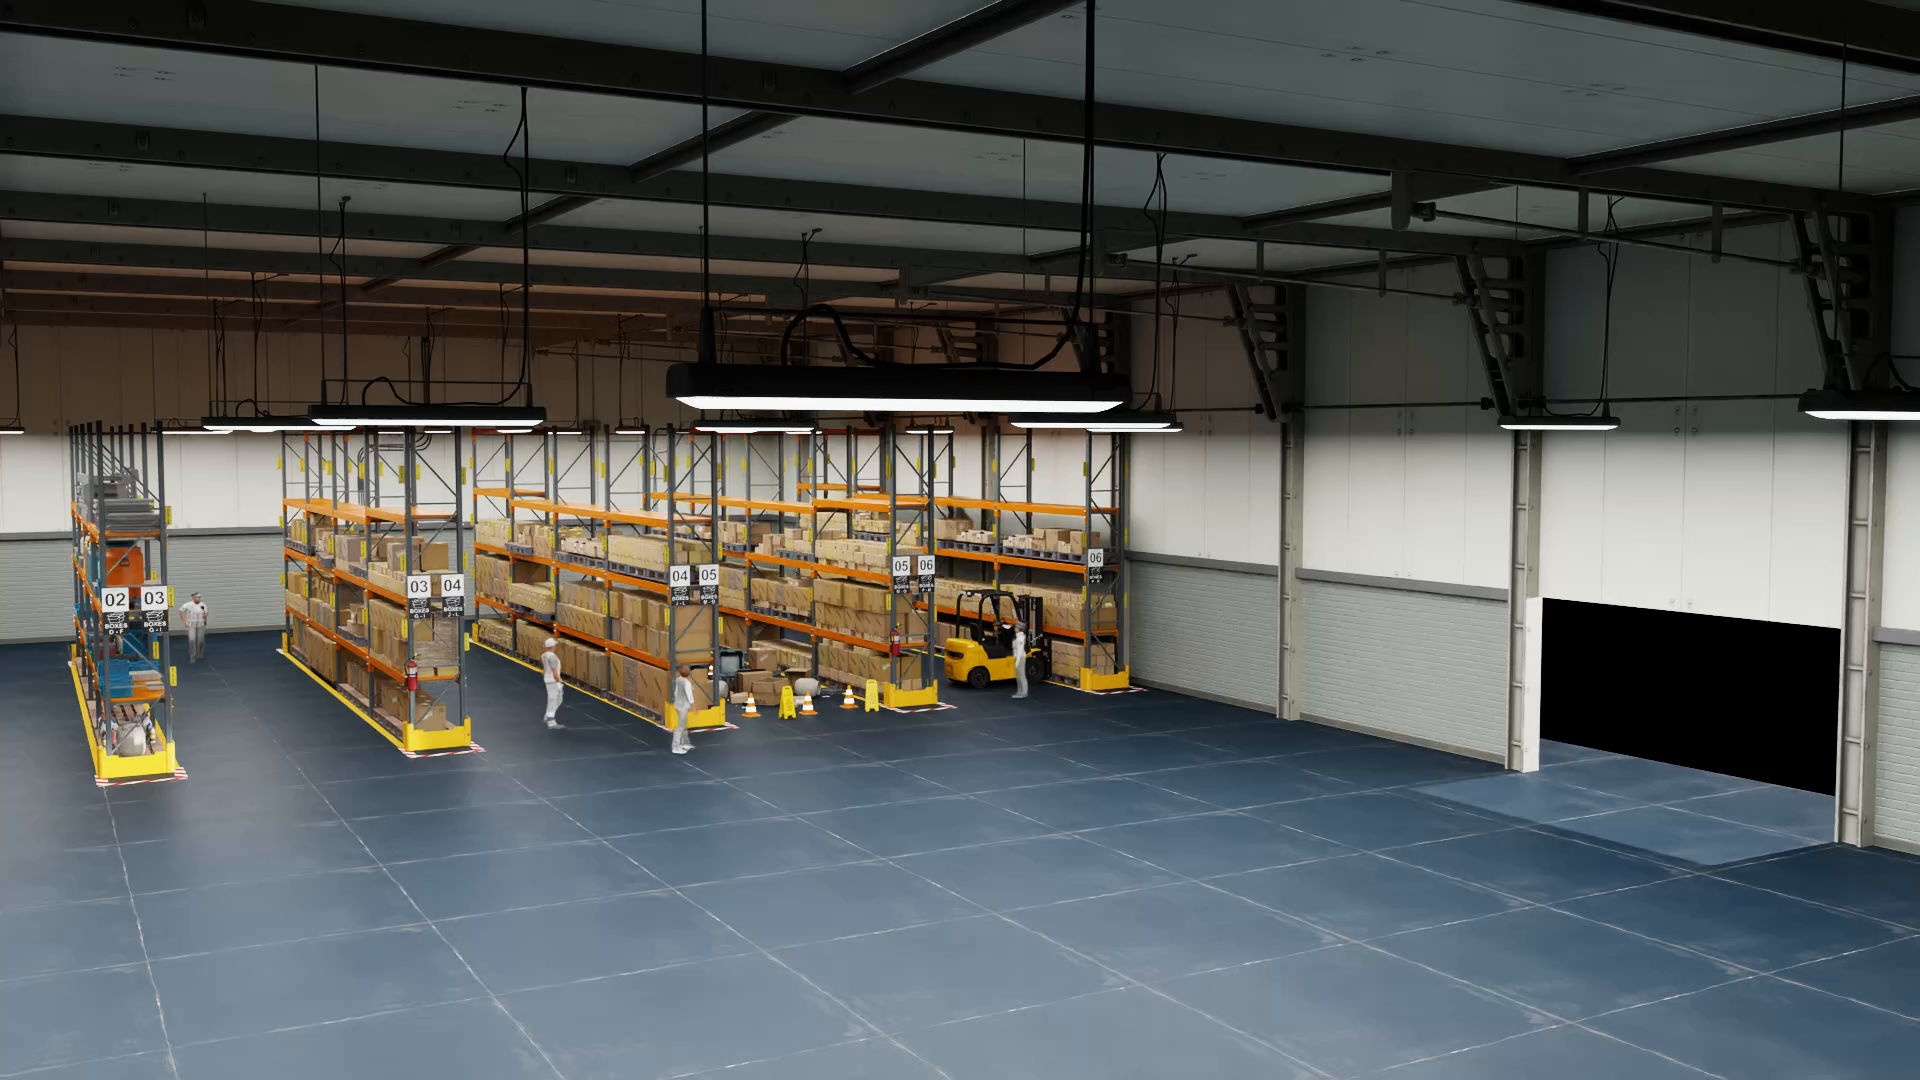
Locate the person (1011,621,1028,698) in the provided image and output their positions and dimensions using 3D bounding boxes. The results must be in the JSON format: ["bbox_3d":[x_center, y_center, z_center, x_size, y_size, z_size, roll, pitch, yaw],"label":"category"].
[{"bbox_3d":[1.296,2.629,36.533,0.387,1.712,0.532,-1,4,-11],"label":"person"}]

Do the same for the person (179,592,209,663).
[{"bbox_3d":[-19.560,2.229,42.477,0.676,1.824,0.757,-2,4,-26],"label":"person"}]

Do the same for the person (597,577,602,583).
[{"bbox_3d":[-10.307,1.924,47.230,0.619,1.806,0.480,2,4,29],"label":"person"}]

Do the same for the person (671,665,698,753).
[{"bbox_3d":[-5.017,3.062,30.216,0.541,1.602,0.586,-2,4,-23],"label":"person"}]

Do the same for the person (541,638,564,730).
[{"bbox_3d":[-7.997,2.816,32.674,0.429,1.794,0.592,-1,4,-14],"label":"person"}]
